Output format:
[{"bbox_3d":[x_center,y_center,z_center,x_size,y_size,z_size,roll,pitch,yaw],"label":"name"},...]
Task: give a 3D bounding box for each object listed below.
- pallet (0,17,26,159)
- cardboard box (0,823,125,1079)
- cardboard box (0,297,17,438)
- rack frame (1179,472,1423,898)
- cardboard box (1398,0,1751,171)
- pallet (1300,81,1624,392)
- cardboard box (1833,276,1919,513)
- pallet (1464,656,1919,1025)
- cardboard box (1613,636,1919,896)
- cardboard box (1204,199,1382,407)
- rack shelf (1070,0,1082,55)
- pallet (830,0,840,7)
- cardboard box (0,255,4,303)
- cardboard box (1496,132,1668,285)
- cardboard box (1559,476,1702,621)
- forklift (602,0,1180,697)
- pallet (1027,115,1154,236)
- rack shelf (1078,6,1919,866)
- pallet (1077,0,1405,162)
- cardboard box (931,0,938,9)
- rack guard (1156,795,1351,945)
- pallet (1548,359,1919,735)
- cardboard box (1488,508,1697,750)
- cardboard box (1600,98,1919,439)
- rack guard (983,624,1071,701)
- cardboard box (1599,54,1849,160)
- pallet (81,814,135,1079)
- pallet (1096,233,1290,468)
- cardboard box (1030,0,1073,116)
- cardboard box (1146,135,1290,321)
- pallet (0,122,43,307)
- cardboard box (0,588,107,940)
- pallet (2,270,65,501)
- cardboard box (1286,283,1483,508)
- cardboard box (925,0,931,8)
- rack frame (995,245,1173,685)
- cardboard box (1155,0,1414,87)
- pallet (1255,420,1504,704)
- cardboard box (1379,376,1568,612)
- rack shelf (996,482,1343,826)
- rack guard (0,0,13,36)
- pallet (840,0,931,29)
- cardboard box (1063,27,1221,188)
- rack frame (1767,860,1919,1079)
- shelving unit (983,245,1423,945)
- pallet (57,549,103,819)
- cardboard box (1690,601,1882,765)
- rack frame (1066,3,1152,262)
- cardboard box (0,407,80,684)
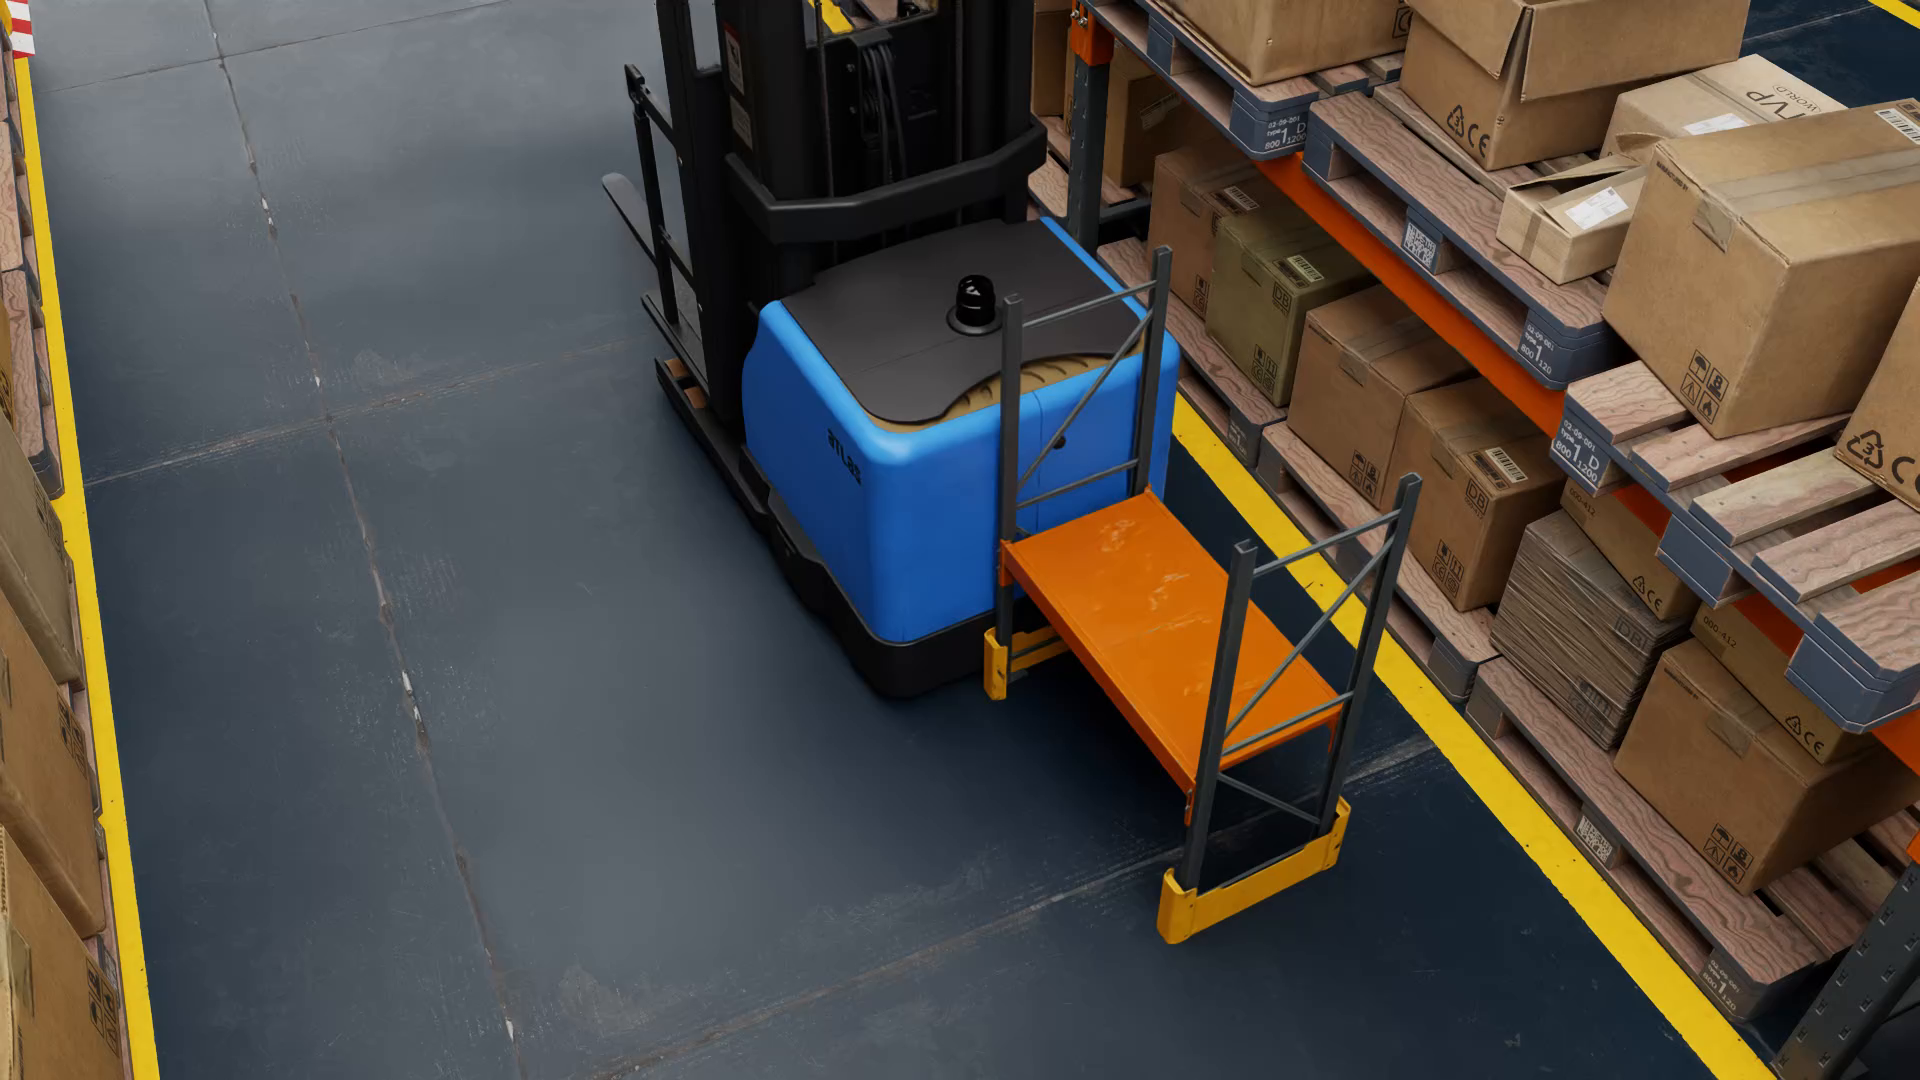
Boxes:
[{"bbox_3d":[-4.905,-2.017,7.644,1.003,0.211,1.213,-18,47,-17],"label":"pallet"},{"bbox_3d":[-2.494,1.282,3.618,1.050,0.750,0.750,-17,47,-17],"label":"cardboard box"},{"bbox_3d":[-3.832,-0.762,5.600,0.875,0.875,0.875,-17,47,-17],"label":"cardboard box"},{"bbox_3d":[0.820,0.471,4.205,0.500,1.500,0.032,-21,48,-20],"label":"rack frame"},{"bbox_3d":[1.725,-1.457,4.718,0.797,0.503,0.637,-14,46,-13],"label":"cardboard box"},{"bbox_3d":[1.724,-0.980,4.744,1.003,0.211,1.213,-18,47,-17],"label":"pallet"},{"bbox_3d":[2.330,-0.316,3.565,0.500,0.500,0.500,-24,49,-22],"label":"cardboard box"},{"bbox_3d":[2.267,0.695,4.895,1.003,0.211,1.213,-18,47,-17],"label":"pallet"},{"bbox_3d":[2.294,0.513,4.561,0.700,0.500,0.500,-20,48,-19],"label":"cardboard box"},{"bbox_3d":[1.334,-0.907,6.001,0.700,0.500,0.500,-18,47,-18],"label":"cardboard box"},{"bbox_3d":[0.071,-3.366,7.538,1.077,0.370,4.000,-18,47,-17],"label":"rack shelf"},{"bbox_3d":[-0.428,-3.328,8.972,1.003,0.211,1.213,-18,47,-17],"label":"pallet"},{"bbox_3d":[-4.214,-1.335,6.181,0.875,0.875,0.875,-18,47,-17],"label":"cardboard box"},{"bbox_3d":[1.648,-0.883,4.306,0.396,0.266,0.258,-19,48,-19],"label":"cardboard box"},{"bbox_3d":[2.053,-0.086,4.634,0.500,0.250,0.500,-13,46,-13],"label":"cardboard box"},{"bbox_3d":[-0.486,-1.588,5.273,1.130,2.935,3.031,-21,48,-20],"label":"forklift"},{"bbox_3d":[0.597,-1.773,7.396,1.003,0.211,1.213,-18,47,-17],"label":"pallet"},{"bbox_3d":[1.753,-0.817,4.955,1.077,0.370,4.000,-18,47,-17],"label":"rack shelf"},{"bbox_3d":[1.101,-1.750,5.524,1.003,0.211,1.213,-18,47,-17],"label":"pallet"},{"bbox_3d":[0.200,-2.609,7.740,0.500,0.500,0.500,-22,49,-21],"label":"cardboard box"},{"bbox_3d":[0.819,0.915,4.644,0.587,0.250,0.087,-21,48,-20],"label":"rack guard"},{"bbox_3d":[2.198,-0.153,3.906,1.213,0.211,1.003,-18,47,-17],"label":"pallet"},{"bbox_3d":[2.049,0.164,4.915,0.700,0.500,0.500,-22,49,-21],"label":"cardboard box"},{"bbox_3d":[2.005,-0.642,3.895,0.700,0.500,0.500,-12,46,-12],"label":"cardboard box"},{"bbox_3d":[0.345,0.300,5.268,0.587,0.250,0.087,-21,48,-20],"label":"rack guard"},{"bbox_3d":[2.098,-1.031,4.467,0.500,0.250,0.500,-19,48,-19],"label":"cardboard box"},{"bbox_3d":[-2.721,1.293,4.289,1.003,0.211,1.213,-18,47,-17],"label":"pallet"},{"bbox_3d":[1.241,-0.859,6.471,1.003,0.211,1.213,-18,47,-17],"label":"pallet"},{"bbox_3d":[0.532,-2.237,7.362,0.500,0.500,0.500,-5,45,-5],"label":"cardboard box"},{"bbox_3d":[1.151,-1.217,6.314,0.700,0.500,0.500,-22,49,-20],"label":"cardboard box"},{"bbox_3d":[-4.396,-1.241,6.858,1.003,0.211,1.213,-18,47,-17],"label":"pallet"},{"bbox_3d":[-2.886,0.689,4.219,1.050,0.750,0.750,-18,47,-17],"label":"cardboard box"},{"bbox_3d":[-3.880,-0.462,6.068,1.003,0.211,1.213,-18,47,-17],"label":"pallet"},{"bbox_3d":[1.570,-0.551,5.639,0.700,0.500,0.500,-22,49,-21],"label":"cardboard box"},{"bbox_3d":[0.006,-2.978,8.113,0.500,0.500,0.500,-14,46,-14],"label":"cardboard box"},{"bbox_3d":[0.336,-0.157,4.841,0.500,1.500,0.032,-21,48,-20],"label":"rack frame"},{"bbox_3d":[1.119,-2.163,5.081,1.000,1.000,1.000,-18,47,-17],"label":"cardboard box"},{"bbox_3d":[1.758,-0.081,5.682,1.003,0.211,1.213,-18,47,-17],"label":"pallet"},{"bbox_3d":[1.804,-0.196,5.279,0.700,0.500,0.500,-14,46,-14],"label":"cardboard box"},{"bbox_3d":[0.578,0.285,4.649,0.538,0.185,1.000,-21,48,-20],"label":"rack shelf"},{"bbox_3d":[-5.323,-2.622,8.051,1.175,0.500,0.348,-18,47,-17],"label":"rack guard"},{"bbox_3d":[0.081,-2.551,8.185,1.003,0.211,1.213,-18,47,-17],"label":"pallet"},{"bbox_3d":[0.780,-1.874,6.995,0.500,0.500,0.500,-19,48,-19],"label":"cardboard box"},{"bbox_3d":[2.594,0.201,3.410,1.000,3.000,0.127,-18,47,-17],"label":"rack frame"},{"bbox_3d":[0.582,0.163,4.517,0.587,1.500,1.083,-21,48,-20],"label":"shelving unit"},{"bbox_3d":[-3.238,0.515,5.078,1.003,0.211,1.213,-18,47,-17],"label":"pallet"},{"bbox_3d":[2.285,0.249,4.294,0.500,0.250,0.500,-16,47,-16],"label":"cardboard box"},{"bbox_3d":[0.912,-2.348,5.994,1.000,3.000,0.127,-18,47,-17],"label":"rack frame"},{"bbox_3d":[-3.288,0.073,4.843,1.050,0.750,0.750,-18,47,-18],"label":"cardboard box"}]
